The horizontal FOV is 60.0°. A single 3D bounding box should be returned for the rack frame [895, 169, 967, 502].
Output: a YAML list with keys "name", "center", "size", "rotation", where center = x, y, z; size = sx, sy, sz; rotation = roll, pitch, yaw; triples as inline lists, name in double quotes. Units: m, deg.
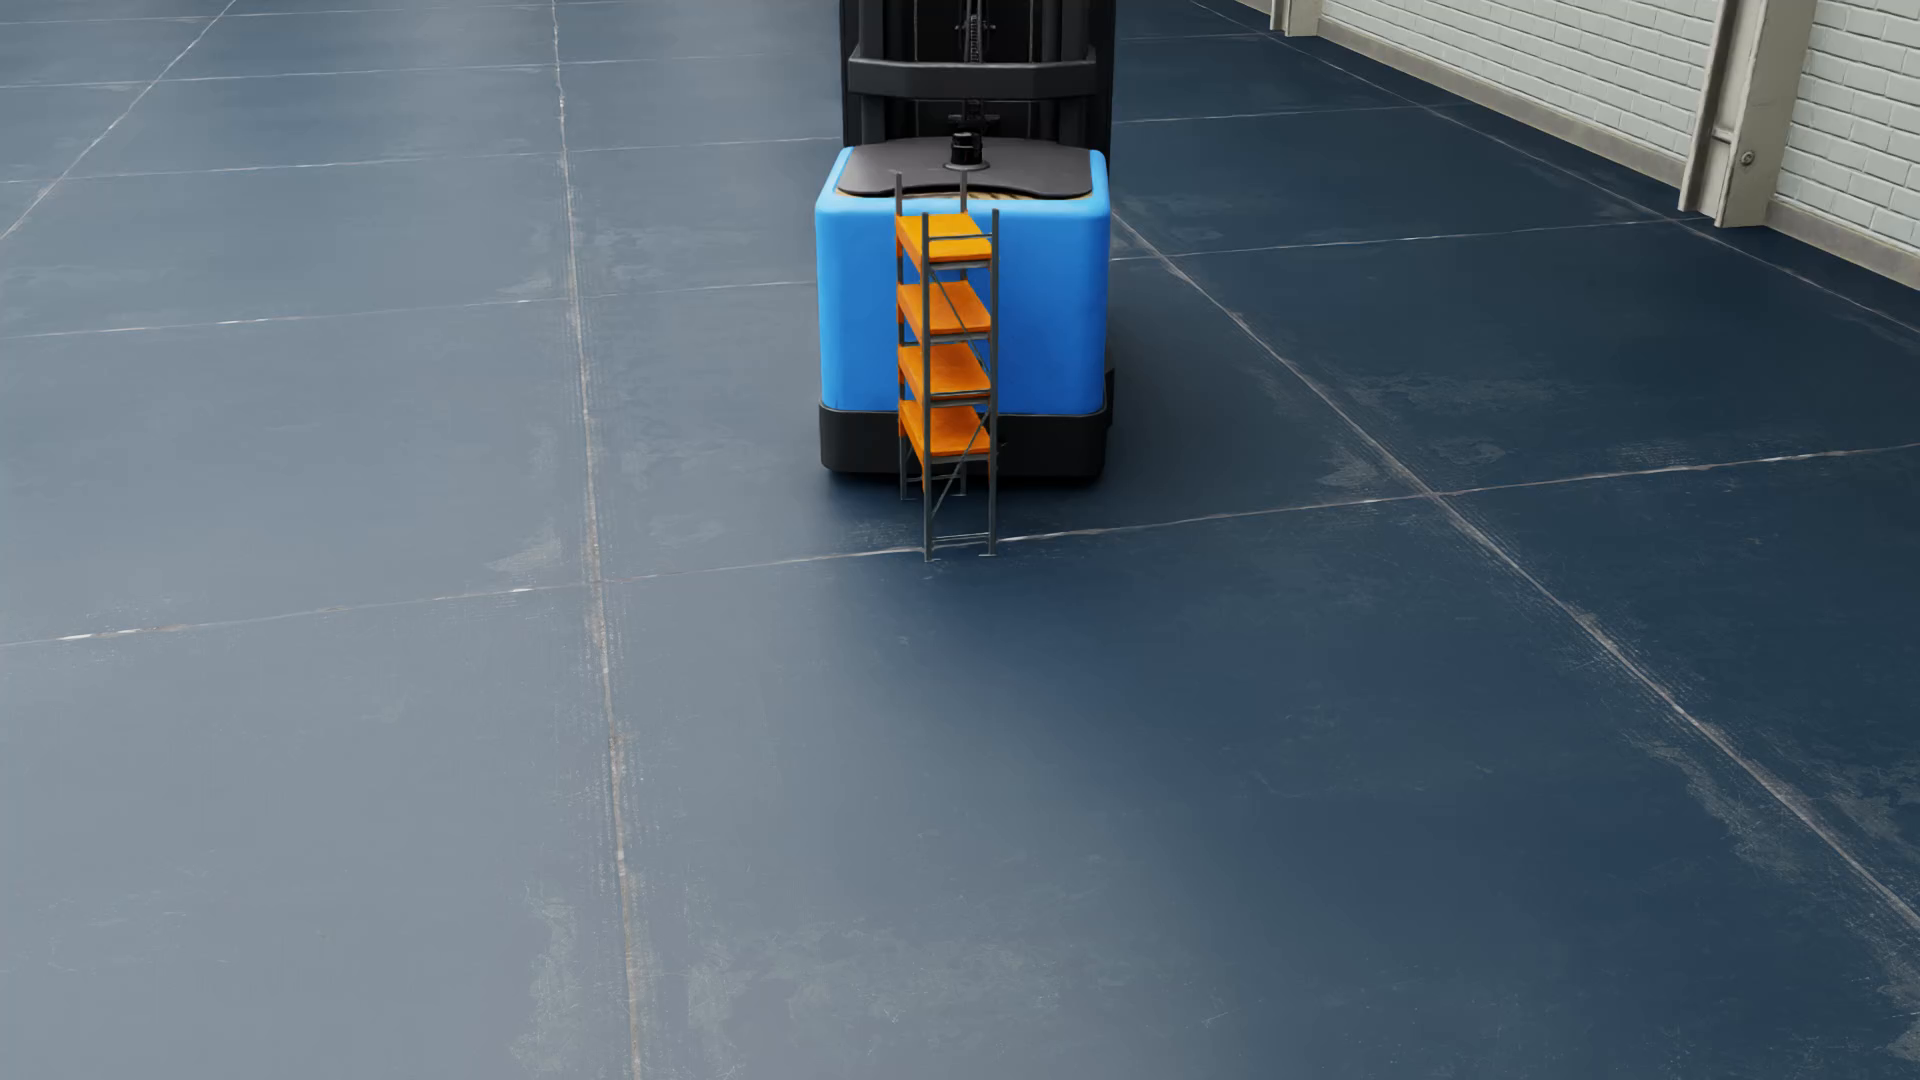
- name: "rack frame"
  center: [-0.096, -0.686, 5.777]
  size: [0.240, 1.200, 0.015]
  rotation: [-5, 27, -10]

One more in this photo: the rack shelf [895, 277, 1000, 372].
- name: "rack shelf"
  center: [-0.047, -0.718, 5.493]
  size: [0.258, 0.148, 0.480]
  rotation: [-5, 27, -10]

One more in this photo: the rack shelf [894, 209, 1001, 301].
- name: "rack shelf"
  center: [-0.047, -0.929, 5.387]
  size: [0.258, 0.148, 0.480]
  rotation: [-5, 27, -10]

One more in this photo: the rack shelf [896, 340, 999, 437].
- name: "rack shelf"
  center: [-0.047, -0.518, 5.594]
  size: [0.258, 0.148, 0.480]
  rotation: [-5, 27, -10]

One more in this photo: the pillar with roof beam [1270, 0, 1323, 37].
- name: "pillar with roof beam"
  center: [-1.259, -8.035, 11.681]
  size: [9.100, 9.000, 0.400]
  rotation: [-6, 27, -12]

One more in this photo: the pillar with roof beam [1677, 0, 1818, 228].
- name: "pillar with roof beam"
  center: [0.093, -5.401, 6.463]
  size: [9.100, 9.000, 0.400]
  rotation: [-6, 27, -12]

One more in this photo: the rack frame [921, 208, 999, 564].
- name: "rack frame"
  center: [0.001, -0.470, 5.350]
  size: [0.240, 1.200, 0.015]
  rotation: [-5, 27, -10]

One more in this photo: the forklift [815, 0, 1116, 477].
- name: "forklift"
  center: [0.082, -2.163, 6.782]
  size: [1.130, 2.935, 3.031]
  rotation: [1, 27, 3]

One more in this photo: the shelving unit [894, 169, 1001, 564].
- name: "shelving unit"
  center: [-0.047, -0.578, 5.564]
  size: [0.258, 1.200, 0.503]
  rotation: [-5, 27, -10]

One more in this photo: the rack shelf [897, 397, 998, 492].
- name: "rack shelf"
  center: [-0.047, -0.341, 5.683]
  size: [0.258, 0.148, 0.480]
  rotation: [-5, 27, -10]
